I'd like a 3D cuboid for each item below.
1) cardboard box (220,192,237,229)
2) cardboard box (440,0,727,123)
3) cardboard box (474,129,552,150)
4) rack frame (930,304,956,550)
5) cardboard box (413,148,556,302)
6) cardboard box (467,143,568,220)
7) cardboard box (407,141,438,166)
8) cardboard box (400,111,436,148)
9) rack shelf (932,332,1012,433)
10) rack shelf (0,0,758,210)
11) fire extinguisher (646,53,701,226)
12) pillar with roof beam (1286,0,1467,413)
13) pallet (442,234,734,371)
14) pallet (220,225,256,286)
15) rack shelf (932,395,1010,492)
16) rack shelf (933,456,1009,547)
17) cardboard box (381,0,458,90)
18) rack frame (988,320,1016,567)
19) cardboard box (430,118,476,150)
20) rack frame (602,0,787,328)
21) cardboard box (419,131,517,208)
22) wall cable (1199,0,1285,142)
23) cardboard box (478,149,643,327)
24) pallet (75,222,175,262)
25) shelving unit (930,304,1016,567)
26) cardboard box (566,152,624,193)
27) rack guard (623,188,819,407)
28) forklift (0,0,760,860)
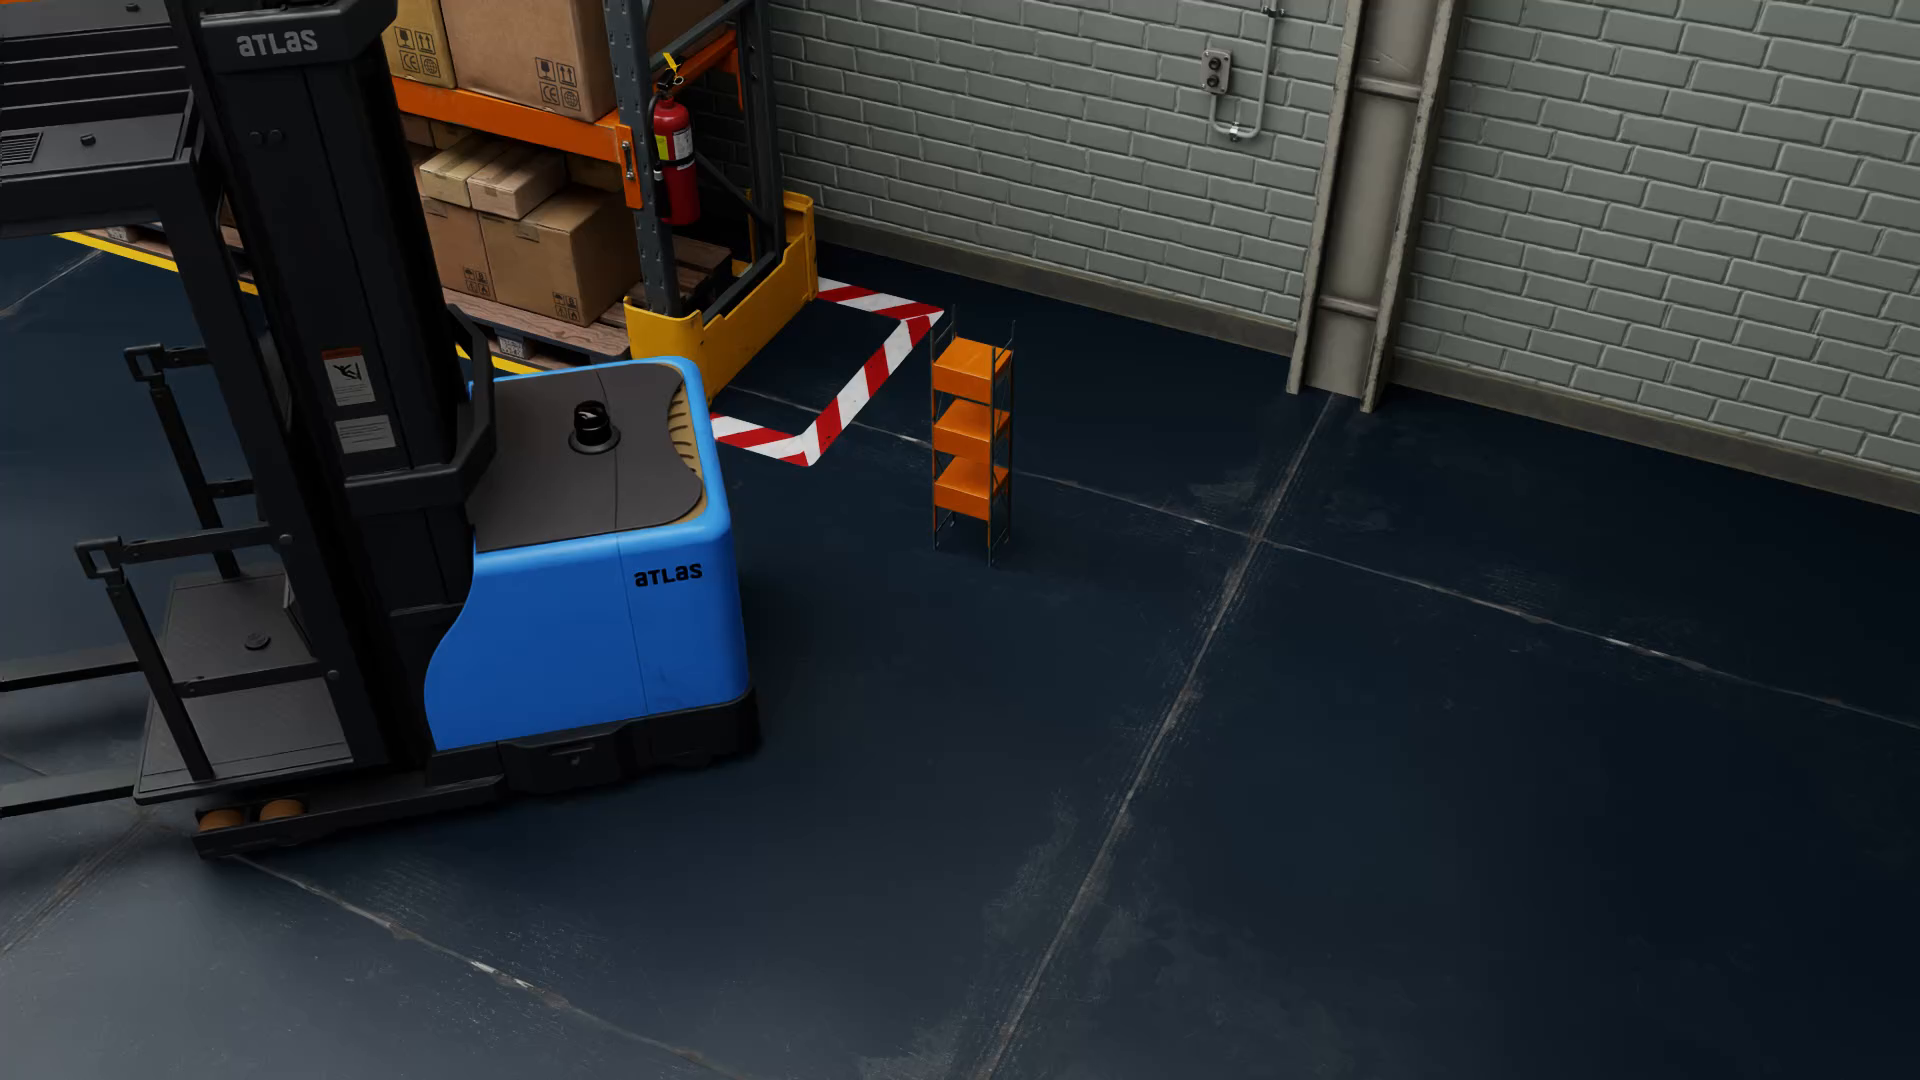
[{"bbox_3d":[-3.632,-1.989,8.342,0.500,0.500,0.700,17,44,18],"label":"cardboard box"},{"bbox_3d":[-1.561,-2.325,6.913,0.700,0.700,0.980,19,44,21],"label":"cardboard box"},{"bbox_3d":[-2.033,-1.893,7.737,0.250,0.149,0.380,17,44,19],"label":"cardboard box"},{"bbox_3d":[-0.062,-0.416,6.428,0.008,1.050,0.200,17,44,19],"label":"rack frame"},{"bbox_3d":[-2.225,-1.563,7.851,0.500,0.500,0.700,17,44,19],"label":"cardboard box"},{"bbox_3d":[-1.965,-1.597,7.395,0.250,0.149,0.380,16,44,18],"label":"cardboard box"},{"bbox_3d":[-2.681,-1.702,8.011,0.500,0.500,0.700,16,43,17],"label":"cardboard box"},{"bbox_3d":[-2.491,-2.033,7.898,0.250,0.149,0.380,18,44,19],"label":"cardboard box"},{"bbox_3d":[0.048,-0.588,6.210,0.240,0.259,0.215,17,44,19],"label":"rack shelf"},{"bbox_3d":[-2.907,-2.358,7.729,4.000,0.370,1.077,17,44,19],"label":"rack shelf"},{"bbox_3d":[-1.153,-1.590,6.638,0.183,0.674,0.296,17,44,19],"label":"fire extinguisher"},{"bbox_3d":[-0.102,-1.553,1.672,0.400,9.000,9.100,17,44,19],"label":"pillar with roof beam"},{"bbox_3d":[-1.853,-1.197,7.970,1.213,0.211,1.003,17,44,19],"label":"pallet"},{"bbox_3d":[-2.954,-1.536,8.361,1.213,0.211,1.003,17,44,19],"label":"pallet"},{"bbox_3d":[0.048,-0.374,6.396,0.240,0.259,0.215,17,44,19],"label":"rack shelf"},{"bbox_3d":[0.048,-0.164,6.578,0.240,0.259,0.215,17,44,19],"label":"rack shelf"},{"bbox_3d":[-2.225,-2.519,7.137,0.700,0.700,0.980,17,44,18],"label":"cardboard box"},{"bbox_3d":[0.159,-0.348,6.350,0.008,1.050,0.200,17,44,19],"label":"rack frame"},{"bbox_3d":[-2.260,-1.963,7.817,0.250,0.149,0.380,17,44,19],"label":"cardboard box"},{"bbox_3d":[-1.095,-2.076,6.855,0.127,3.000,1.000,17,44,19],"label":"rack frame"},{"bbox_3d":[-2.197,-1.667,7.476,0.250,0.149,0.380,18,44,20],"label":"cardboard box"},{"bbox_3d":[0.465,-2.667,6.761,1.851,1.984,0.084,17,44,19],"label":"wall cable"},{"bbox_3d":[-1.771,-1.424,7.691,0.500,0.500,0.700,17,44,19],"label":"cardboard box"},{"bbox_3d":[-4.064,-1.873,8.750,1.213,0.211,1.003,17,44,19],"label":"pallet"},{"bbox_3d":[0.048,-0.382,6.389,0.252,1.050,0.215,17,44,19],"label":"shelving unit"},{"bbox_3d":[-1.574,-1.754,7.576,0.250,0.149,0.380,17,44,19],"label":"cardboard box"},{"bbox_3d":[-1.073,-1.125,7.666,0.348,0.500,1.175,17,44,19],"label":"rack guard"},{"bbox_3d":[-2.281,-0.434,5.013,3.031,2.935,1.130,-9,42,-10],"label":"forklift"}]
